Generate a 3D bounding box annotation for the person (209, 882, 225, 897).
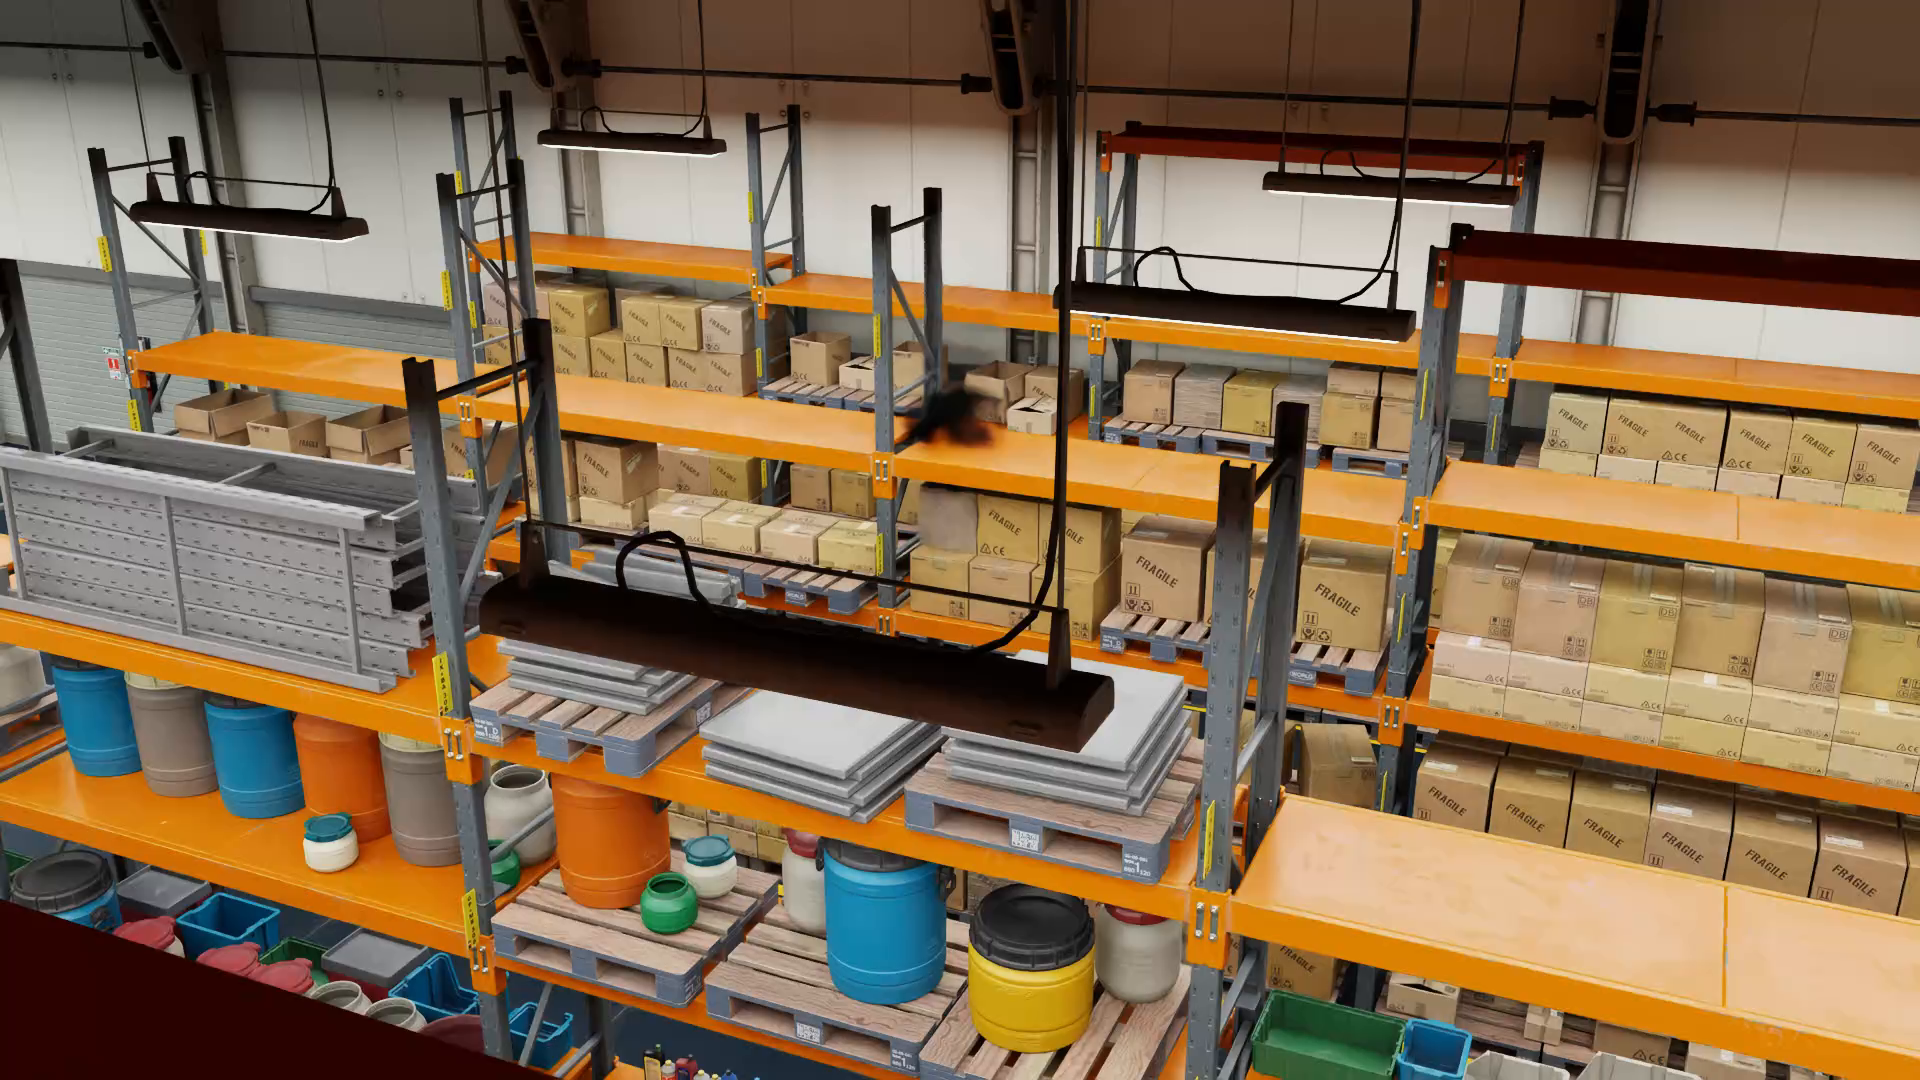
[{"bbox_3d":[-6.164,2.576,13.370,0.776,1.670,0.687,11,23,26],"label":"person"}]
